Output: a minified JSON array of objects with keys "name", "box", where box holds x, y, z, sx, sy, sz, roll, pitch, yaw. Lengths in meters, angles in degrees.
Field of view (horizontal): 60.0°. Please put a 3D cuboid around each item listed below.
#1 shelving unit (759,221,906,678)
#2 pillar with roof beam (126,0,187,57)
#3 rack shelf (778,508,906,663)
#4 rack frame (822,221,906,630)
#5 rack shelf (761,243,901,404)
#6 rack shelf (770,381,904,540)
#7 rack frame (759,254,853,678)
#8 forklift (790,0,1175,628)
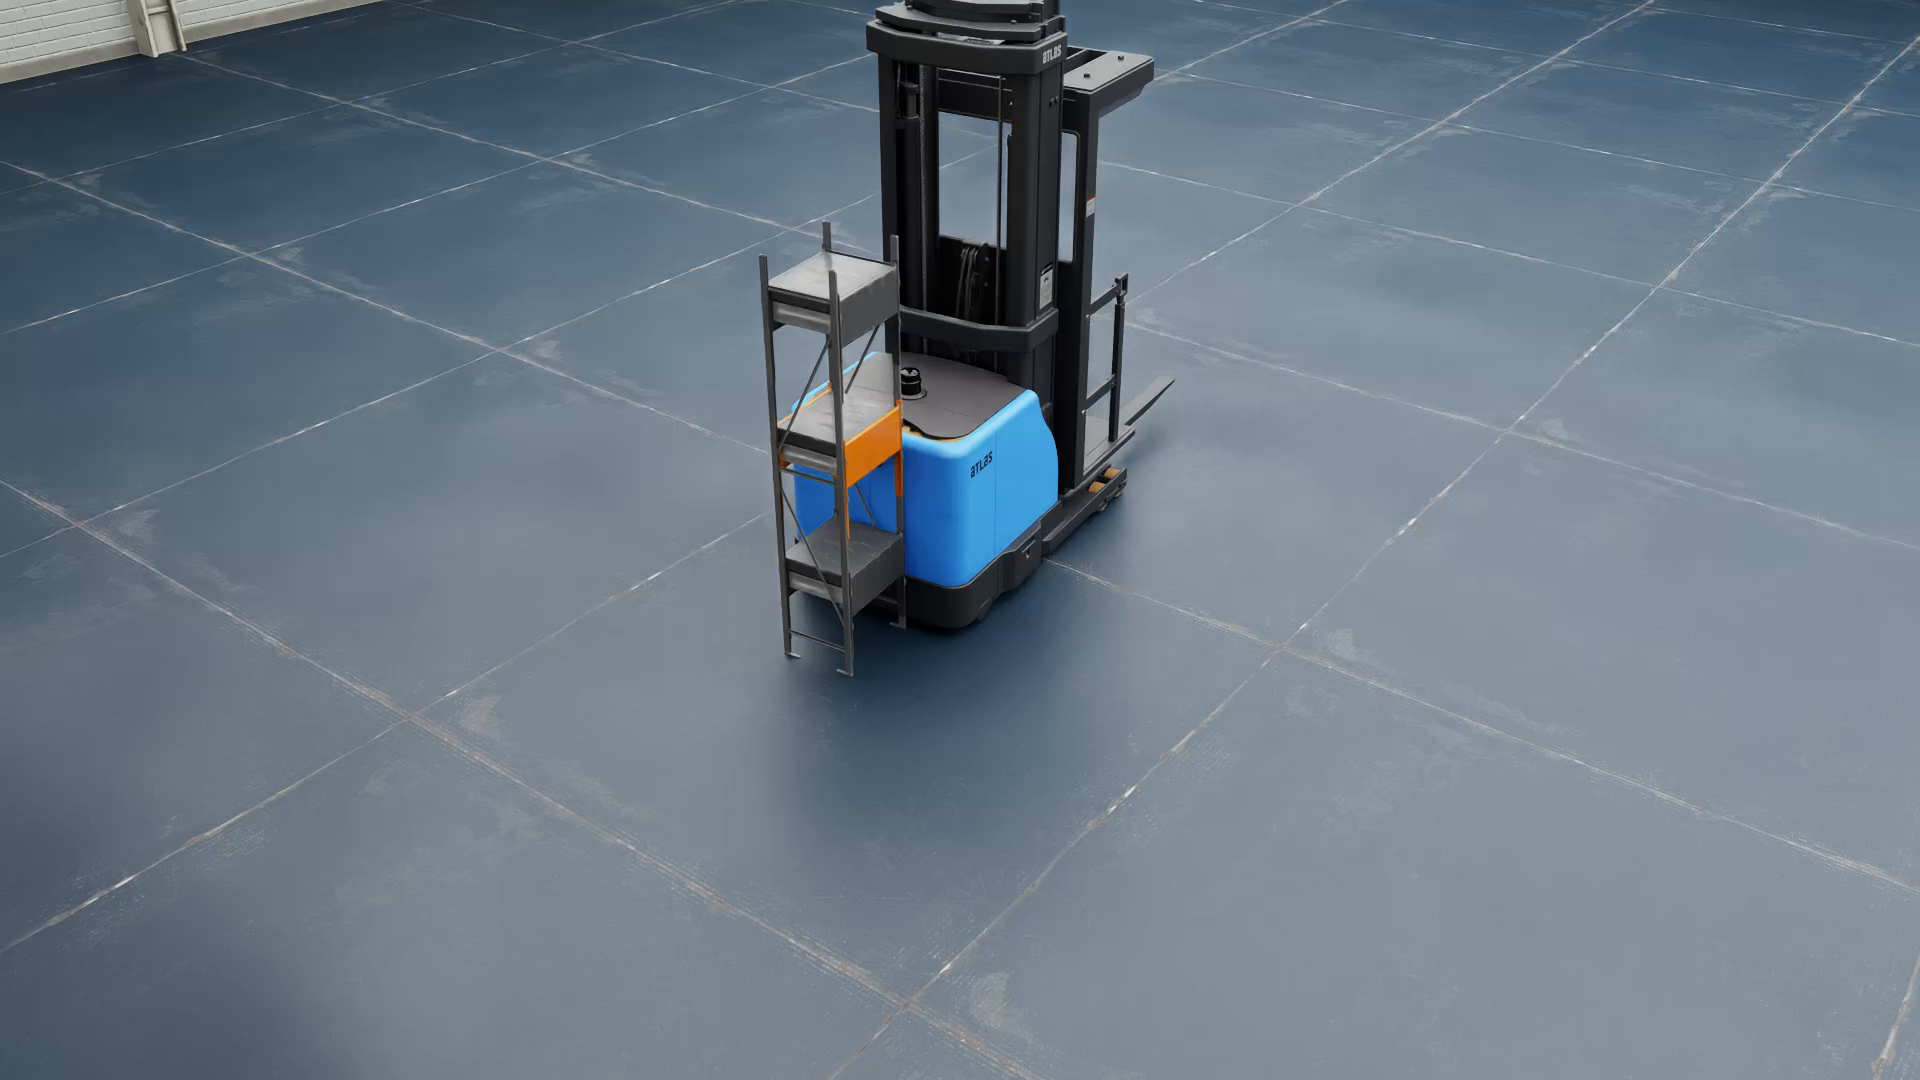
[{"name":"shelving unit","box":[-0.575,-0.394,7.856,0.431,2.100,0.503,17,34,26]},{"name":"pillar with roof beam","box":[-5.362,-7.936,13.815,9.100,9.000,0.400,21,37,31]},{"name":"rack shelf","box":[-0.575,0.220,8.219,0.431,0.518,0.480,17,34,26]},{"name":"rack frame","box":[-0.452,-0.501,8.037,0.400,2.100,0.015,17,34,26]},{"name":"rack shelf","box":[-0.575,-0.985,7.506,0.431,0.518,0.480,17,34,26]},{"name":"rack shelf","box":[-0.575,-0.382,7.863,0.431,0.518,0.480,17,34,26]},{"name":"rack frame","box":[-0.698,-0.287,7.674,0.400,2.100,0.015,17,34,26]},{"name":"forklift","box":[0.315,-1.534,8.964,1.130,2.935,3.031,17,34,26]}]
